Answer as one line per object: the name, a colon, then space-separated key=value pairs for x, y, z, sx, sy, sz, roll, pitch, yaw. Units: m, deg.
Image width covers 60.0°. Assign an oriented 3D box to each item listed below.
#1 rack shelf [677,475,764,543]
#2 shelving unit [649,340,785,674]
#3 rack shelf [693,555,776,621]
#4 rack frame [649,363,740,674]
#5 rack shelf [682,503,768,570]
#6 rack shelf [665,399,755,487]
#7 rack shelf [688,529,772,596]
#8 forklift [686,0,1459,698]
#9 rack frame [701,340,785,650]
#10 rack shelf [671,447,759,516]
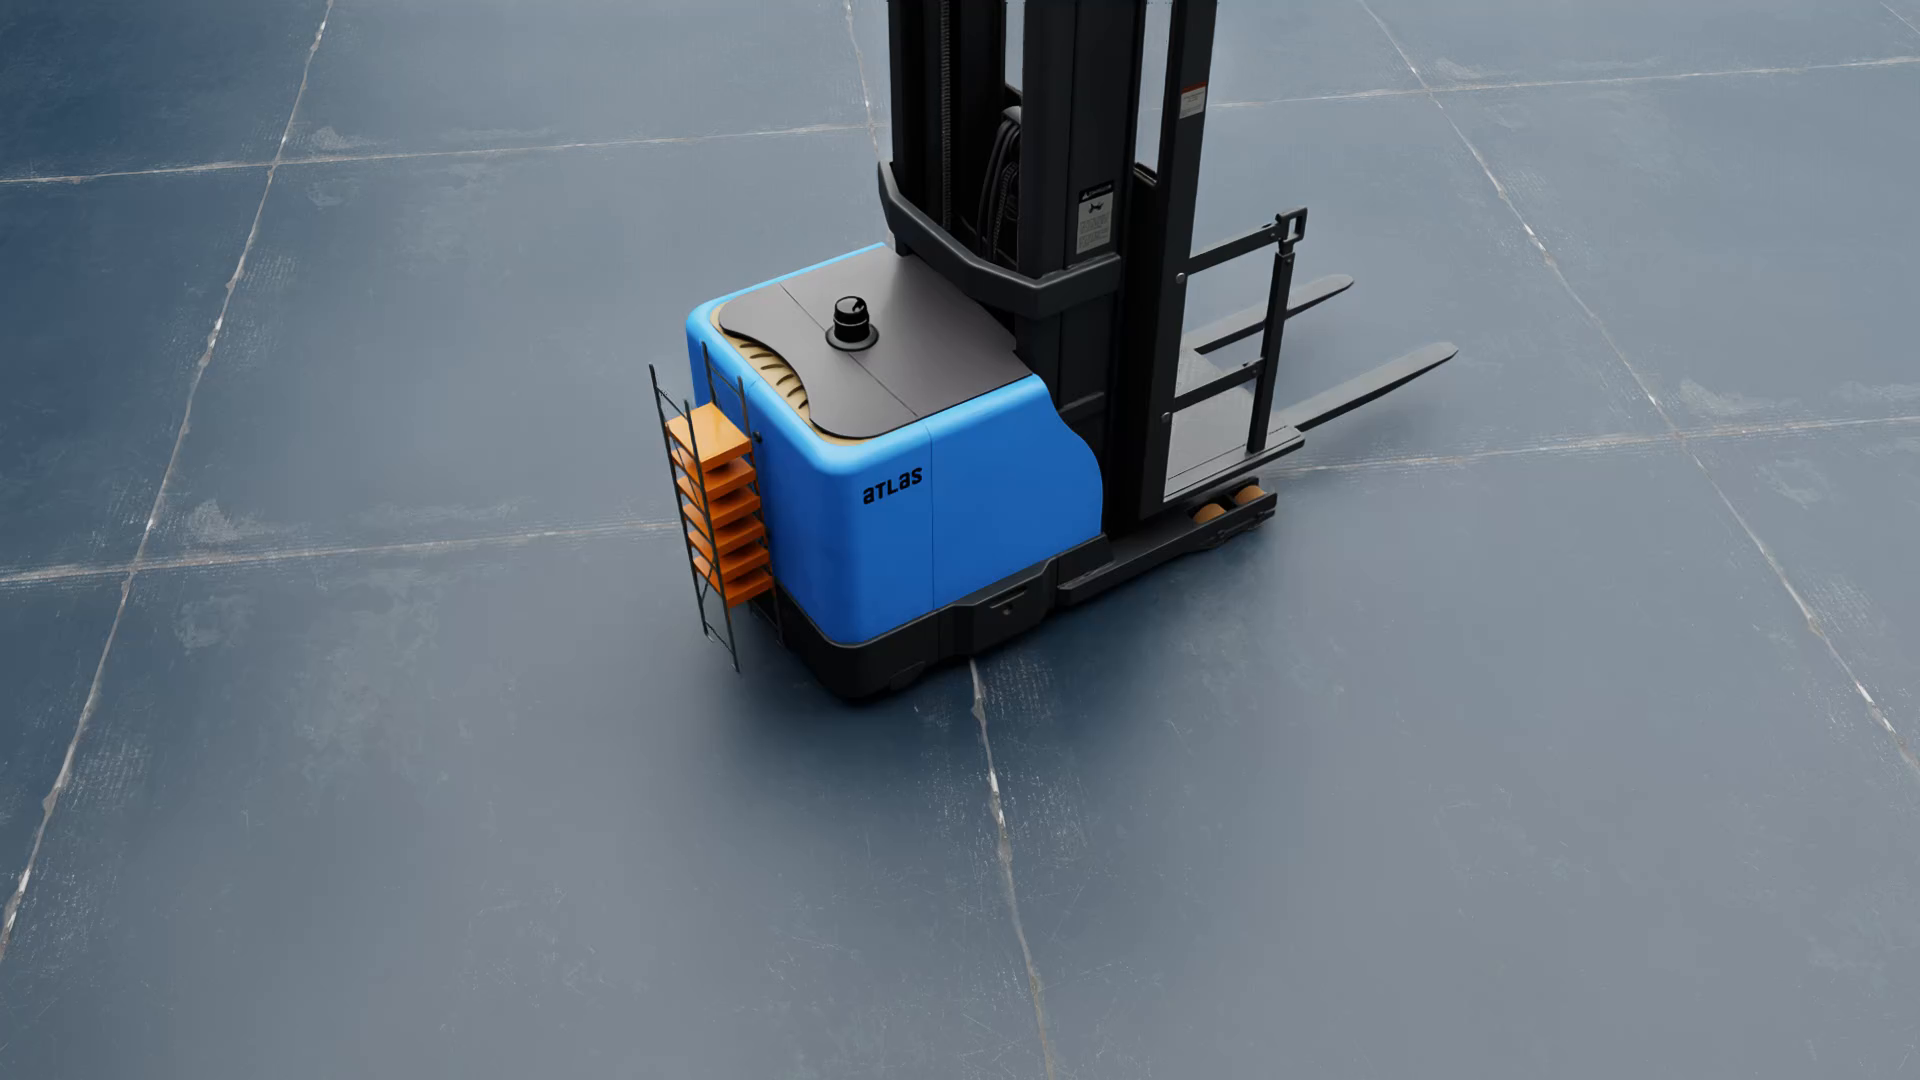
rack shelf: x=-0.781 y=-0.132 z=5.382 sx=0.180 sy=0.103 sz=0.258 roll=-28 pitch=49 yaw=-24
shelving unit: x=-0.779 y=-0.077 z=5.434 sx=0.189 sy=1.200 sz=0.258 roll=-28 pitch=49 yaw=-24
rack shelf: x=-0.768 y=0.129 z=5.630 sx=0.180 sy=0.103 sz=0.258 roll=-28 pitch=49 yaw=-24
rack frame: x=-0.853 y=-0.038 z=5.397 sx=0.006 sy=1.200 sz=0.240 roll=-28 pitch=49 yaw=-24
rack shelf: x=-0.777 y=-0.045 z=5.465 sx=0.180 sy=0.103 sz=0.258 roll=-28 pitch=49 yaw=-24
rack shelf: x=-0.790 y=-0.306 z=5.217 sx=0.180 sy=0.103 sz=0.258 roll=-28 pitch=49 yaw=-24
rack shelf: x=-0.773 y=0.042 z=5.547 sx=0.180 sy=0.103 sz=0.258 roll=-28 pitch=49 yaw=-24
forklift: x=0.588 y=-1.330 z=5.536 sx=3.031 sy=2.935 sz=1.130 roll=-24 pitch=47 yaw=-24
rack frame: x=-0.704 y=-0.116 z=5.471 sx=0.006 sy=1.200 sz=0.240 roll=-28 pitch=49 yaw=-24
rack shelf: x=-0.786 y=-0.219 z=5.299 sx=0.180 sy=0.103 sz=0.258 roll=-28 pitch=49 yaw=-24
